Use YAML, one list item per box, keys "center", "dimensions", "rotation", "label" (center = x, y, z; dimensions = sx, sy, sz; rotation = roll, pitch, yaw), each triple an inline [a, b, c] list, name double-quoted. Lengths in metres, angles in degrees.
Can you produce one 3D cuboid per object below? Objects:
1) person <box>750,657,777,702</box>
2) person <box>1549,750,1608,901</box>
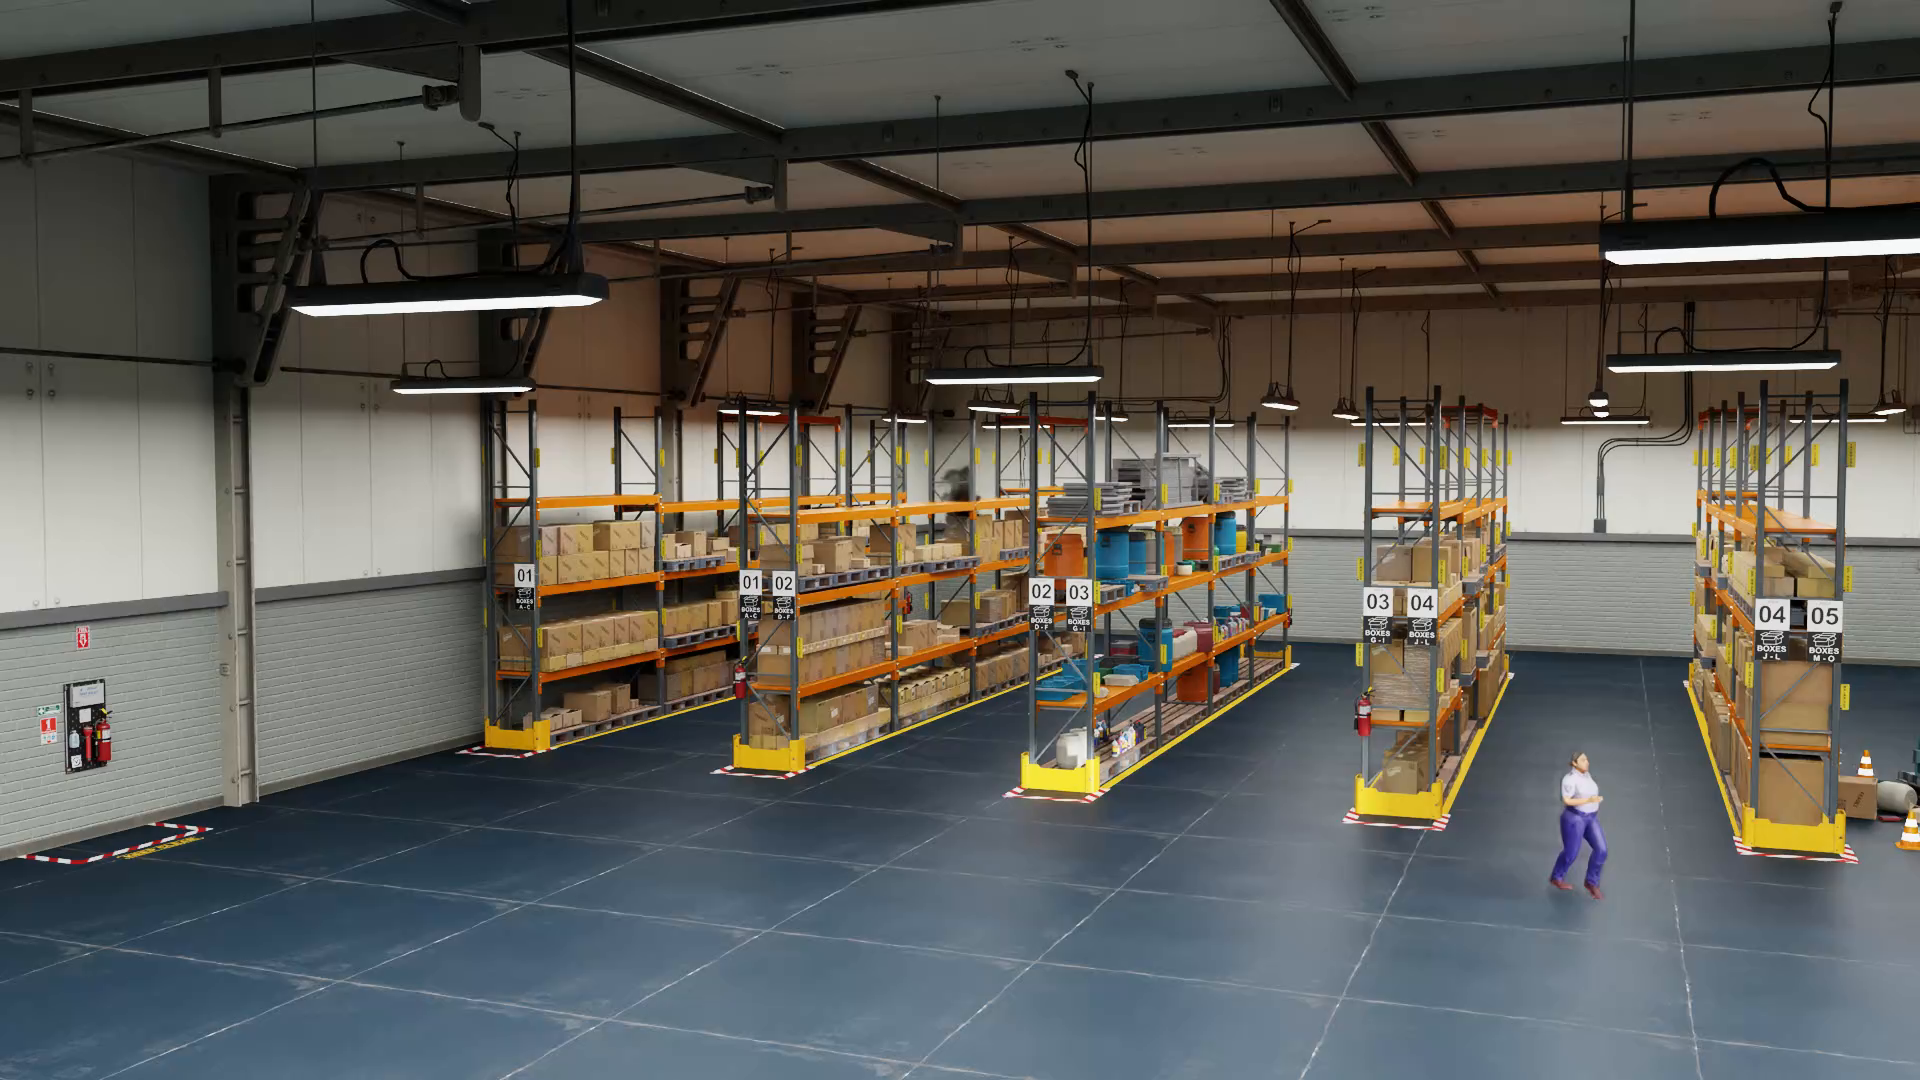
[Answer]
- center: [-3.524, 2.659, 30.456]
  dimensions: [0.661, 1.673, 0.605]
  rotation: [1, 3, 19]
  label: "person"
- center: [7.070, 3.251, 18.963]
  dimensions: [0.584, 1.706, 0.701]
  rotation: [-2, 3, -29]
  label: "person"
